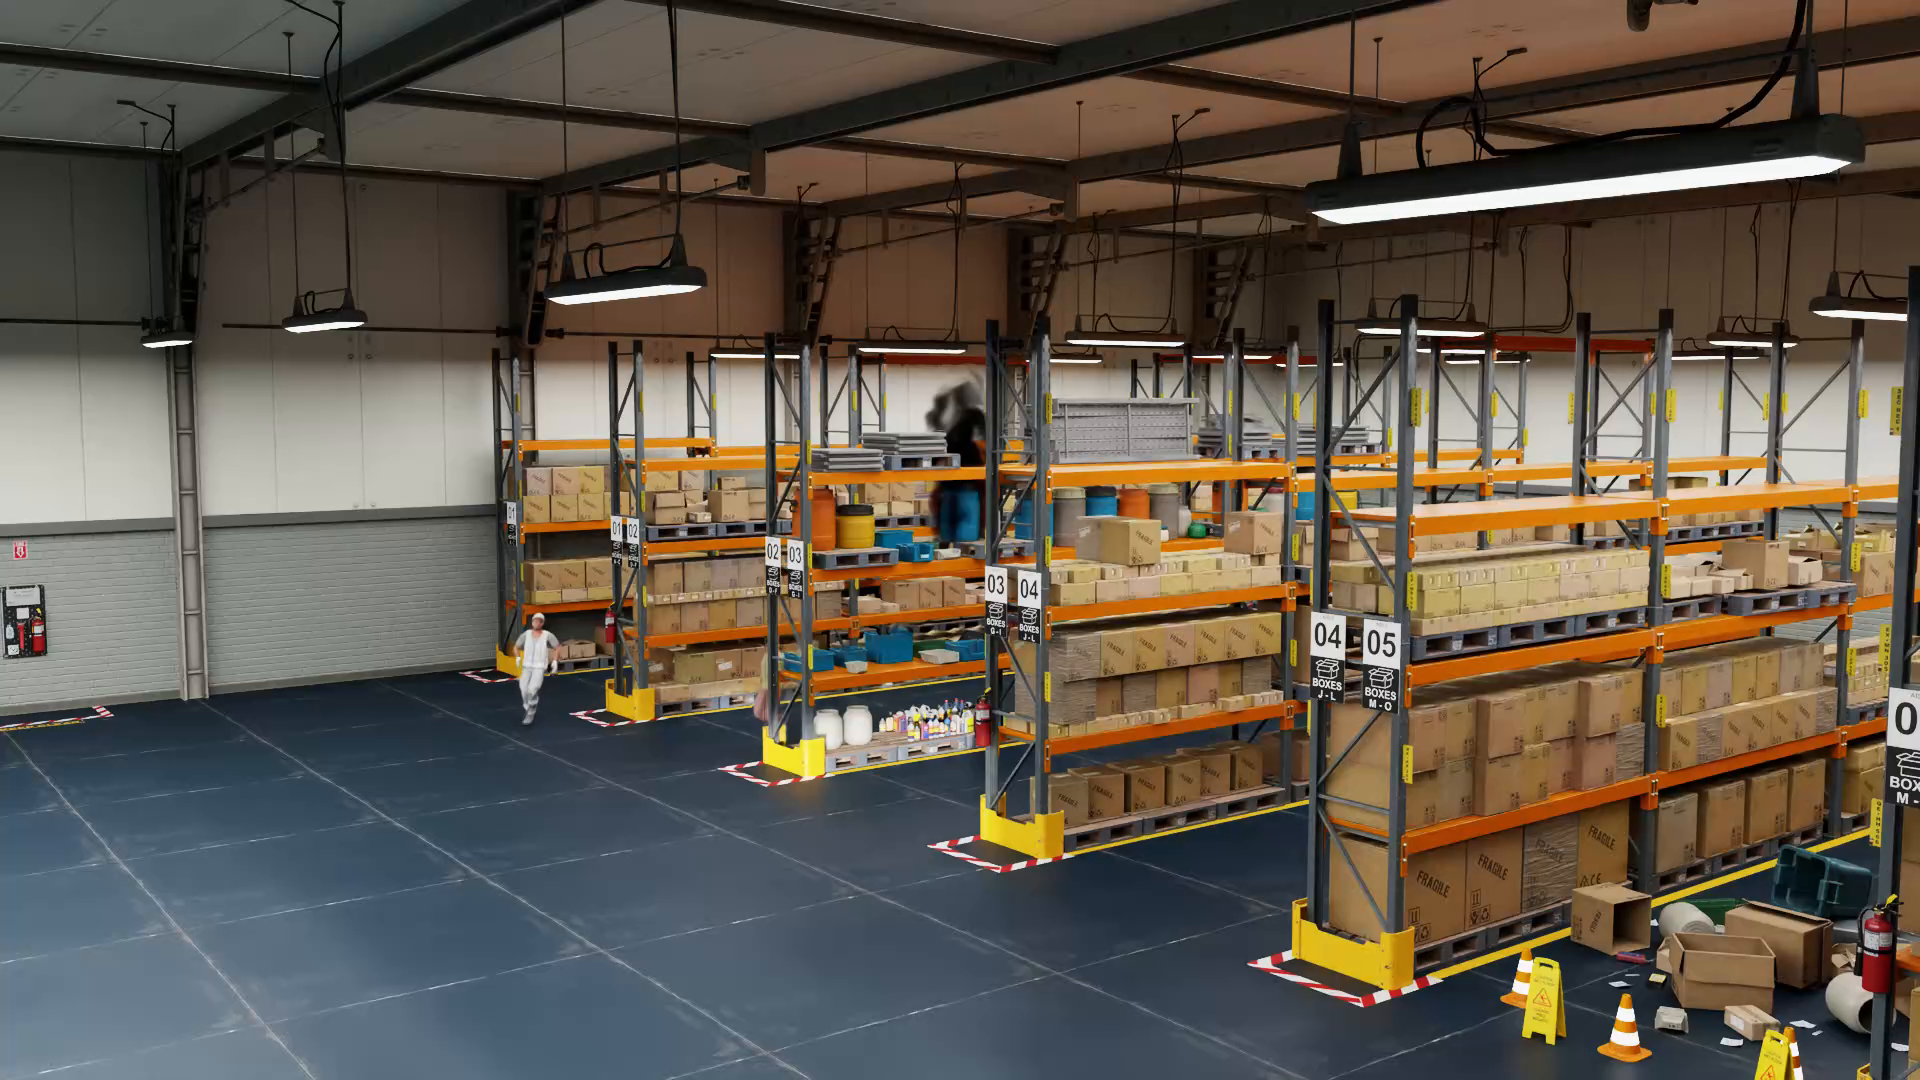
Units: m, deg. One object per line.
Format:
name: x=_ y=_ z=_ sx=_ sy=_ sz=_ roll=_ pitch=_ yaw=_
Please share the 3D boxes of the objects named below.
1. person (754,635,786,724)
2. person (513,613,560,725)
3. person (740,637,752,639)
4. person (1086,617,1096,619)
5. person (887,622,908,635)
person: x=-2.776 y=2.196 z=24.553 sx=0.576 sy=1.622 sz=0.556 roll=3 pitch=6 yaw=34
person: x=-6.643 y=2.013 z=25.925 sx=0.693 sy=1.738 sz=0.587 roll=0 pitch=5 yaw=4
person: x=-3.926 y=1.661 z=29.917 sx=0.589 sy=1.737 sz=0.669 roll=-4 pitch=7 yaw=-41
person: x=2.132 y=1.801 z=28.370 sx=0.937 sy=1.775 sz=0.674 roll=-3 pitch=6 yaw=-33
person: x=-1.180 y=1.581 z=31.976 sx=0.493 sy=1.559 sz=0.503 roll=-4 pitch=7 yaw=-40
